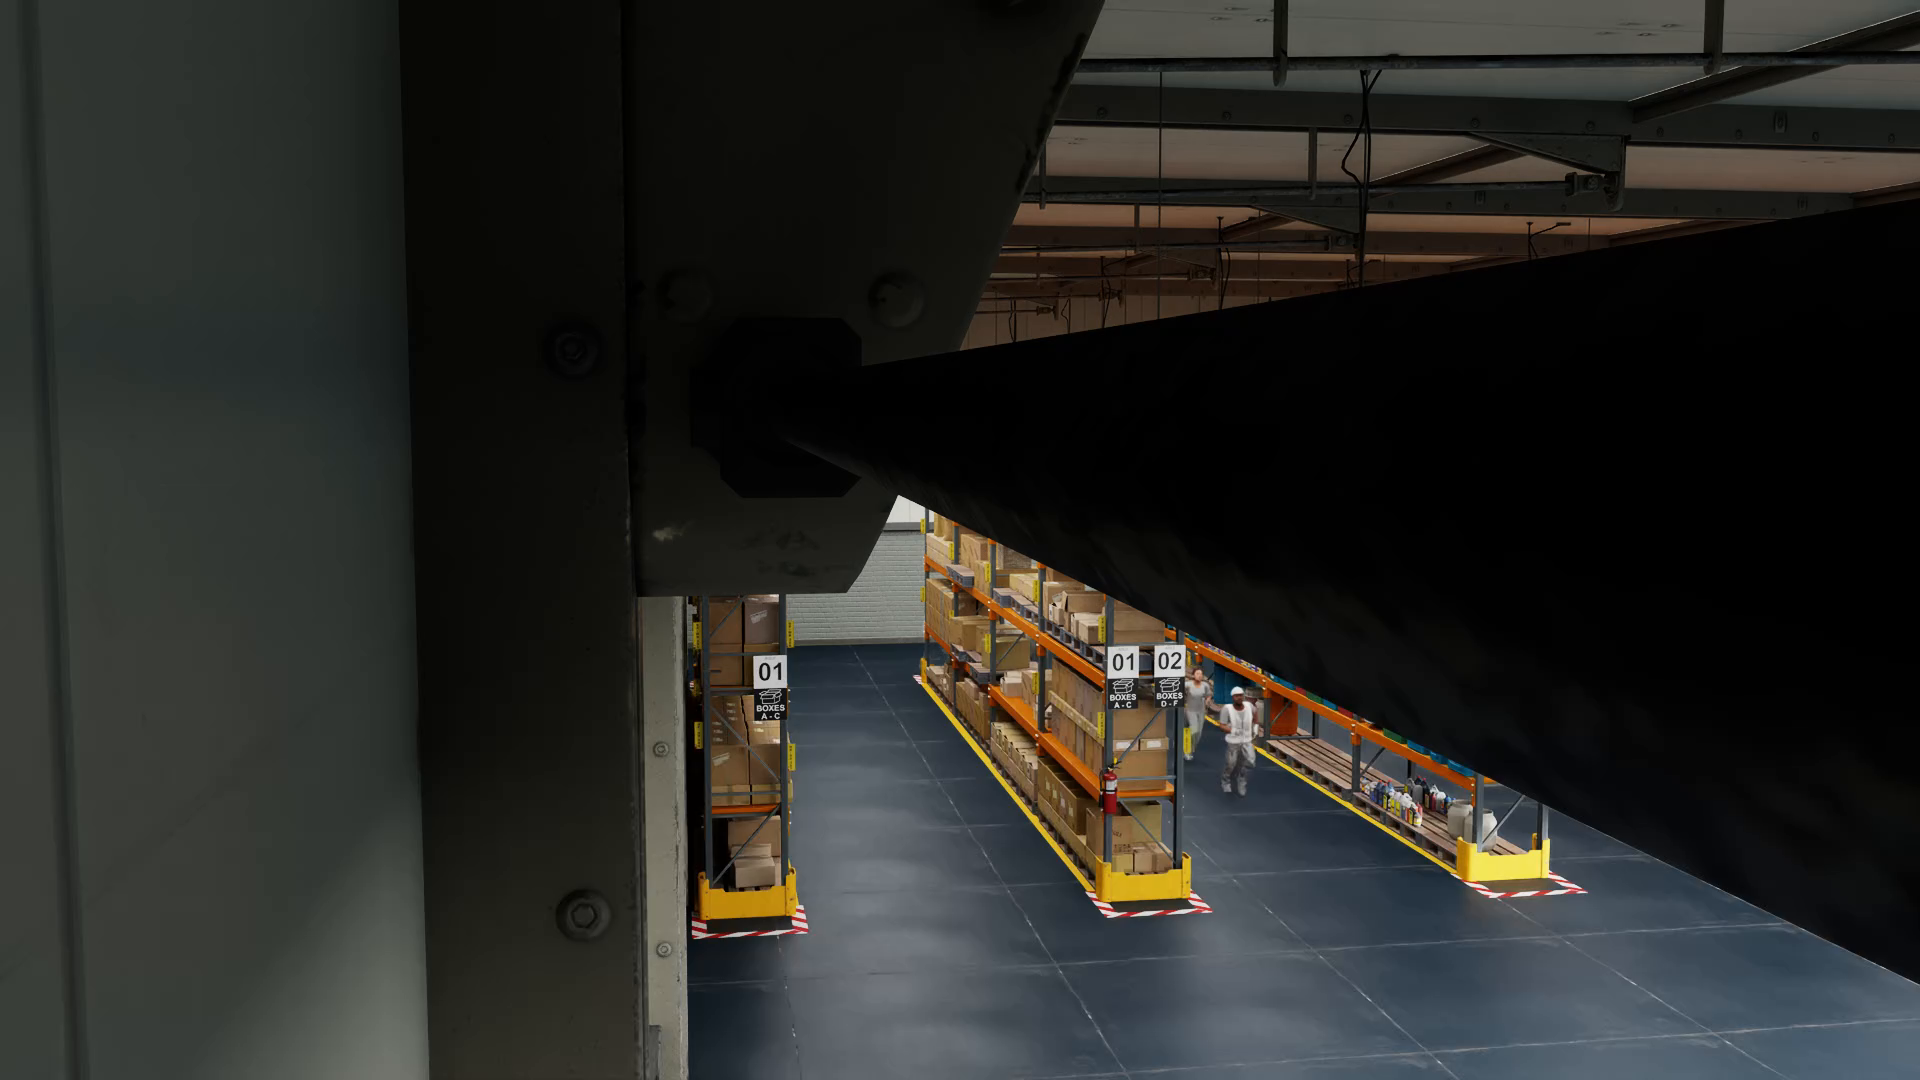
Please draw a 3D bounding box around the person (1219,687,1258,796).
[{"bbox_3d":[4.378,3.147,25.995,0.700,1.733,0.848,-1,5,-7],"label":"person"}]

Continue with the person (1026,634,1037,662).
[{"bbox_3d":[1.598,2.076,36.388,0.656,1.648,0.622,-3,6,-29],"label":"person"}]

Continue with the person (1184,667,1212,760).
[{"bbox_3d":[4.049,2.988,28.572,0.560,1.627,0.662,-1,5,-13],"label":"person"}]
